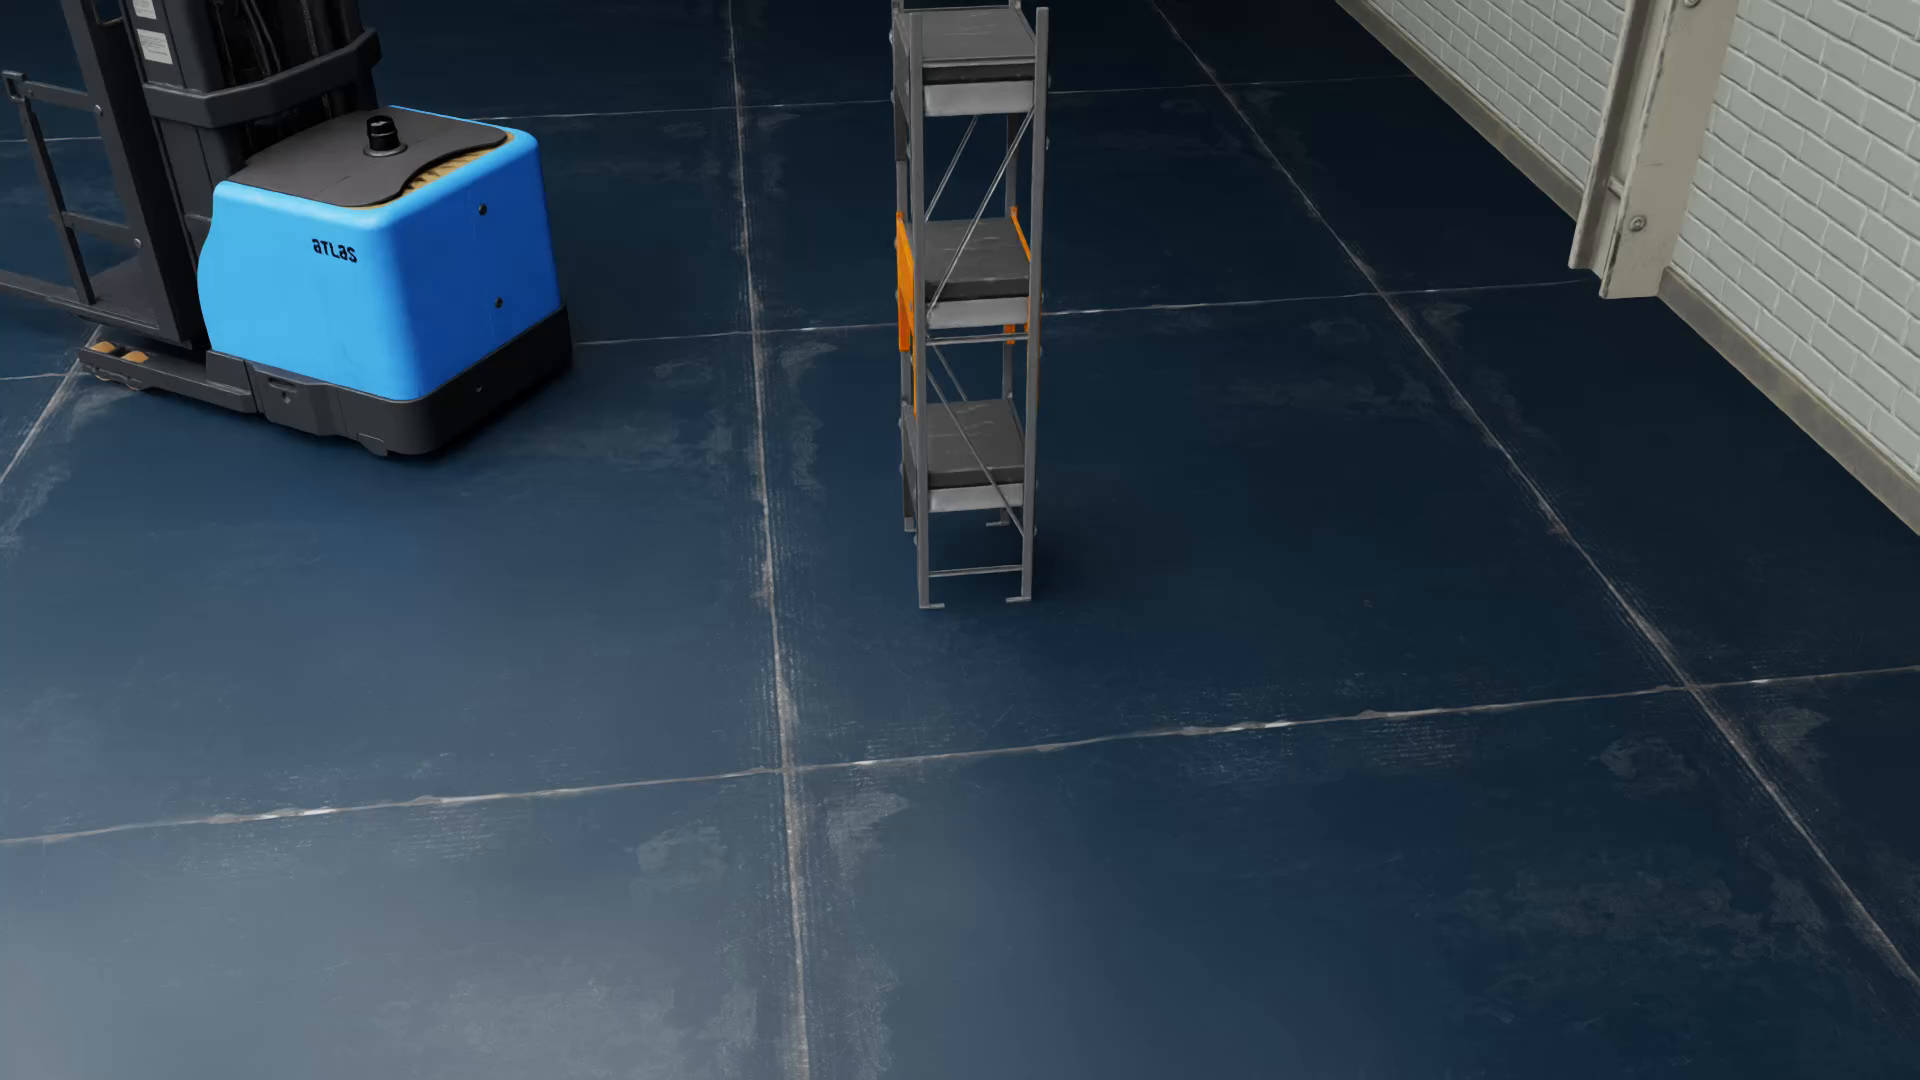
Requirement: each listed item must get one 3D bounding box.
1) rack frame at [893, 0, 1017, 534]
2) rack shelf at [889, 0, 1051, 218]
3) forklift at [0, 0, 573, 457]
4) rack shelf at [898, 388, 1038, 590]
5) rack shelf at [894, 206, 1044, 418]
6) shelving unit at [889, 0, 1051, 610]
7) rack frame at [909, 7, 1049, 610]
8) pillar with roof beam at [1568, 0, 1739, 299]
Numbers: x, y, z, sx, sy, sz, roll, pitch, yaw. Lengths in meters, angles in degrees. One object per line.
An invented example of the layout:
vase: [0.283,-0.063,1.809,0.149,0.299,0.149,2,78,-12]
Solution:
rack frame: [-0.011,-0.911,5.723,0.400,2.100,0.015,-4,35,-6]
rack shelf: [0.022,-1.342,5.137,0.431,0.518,0.480,-4,35,-6]
forklift: [-3.262,-2.109,6.742,3.031,2.935,1.130,15,37,21]
rack shelf: [0.022,-0.186,5.925,0.431,0.518,0.480,-4,35,-6]
rack shelf: [0.022,-0.764,5.531,0.431,0.518,0.480,-4,35,-6]
shelving unit: [0.022,-0.775,5.523,0.431,2.100,0.503,-4,35,-6]
rack frame: [0.055,-0.639,5.323,0.400,2.100,0.015,-4,35,-6]
pillar with roof beam: [-1.070,-4.665,5.105,9.100,9.000,0.400,-4,35,-6]
